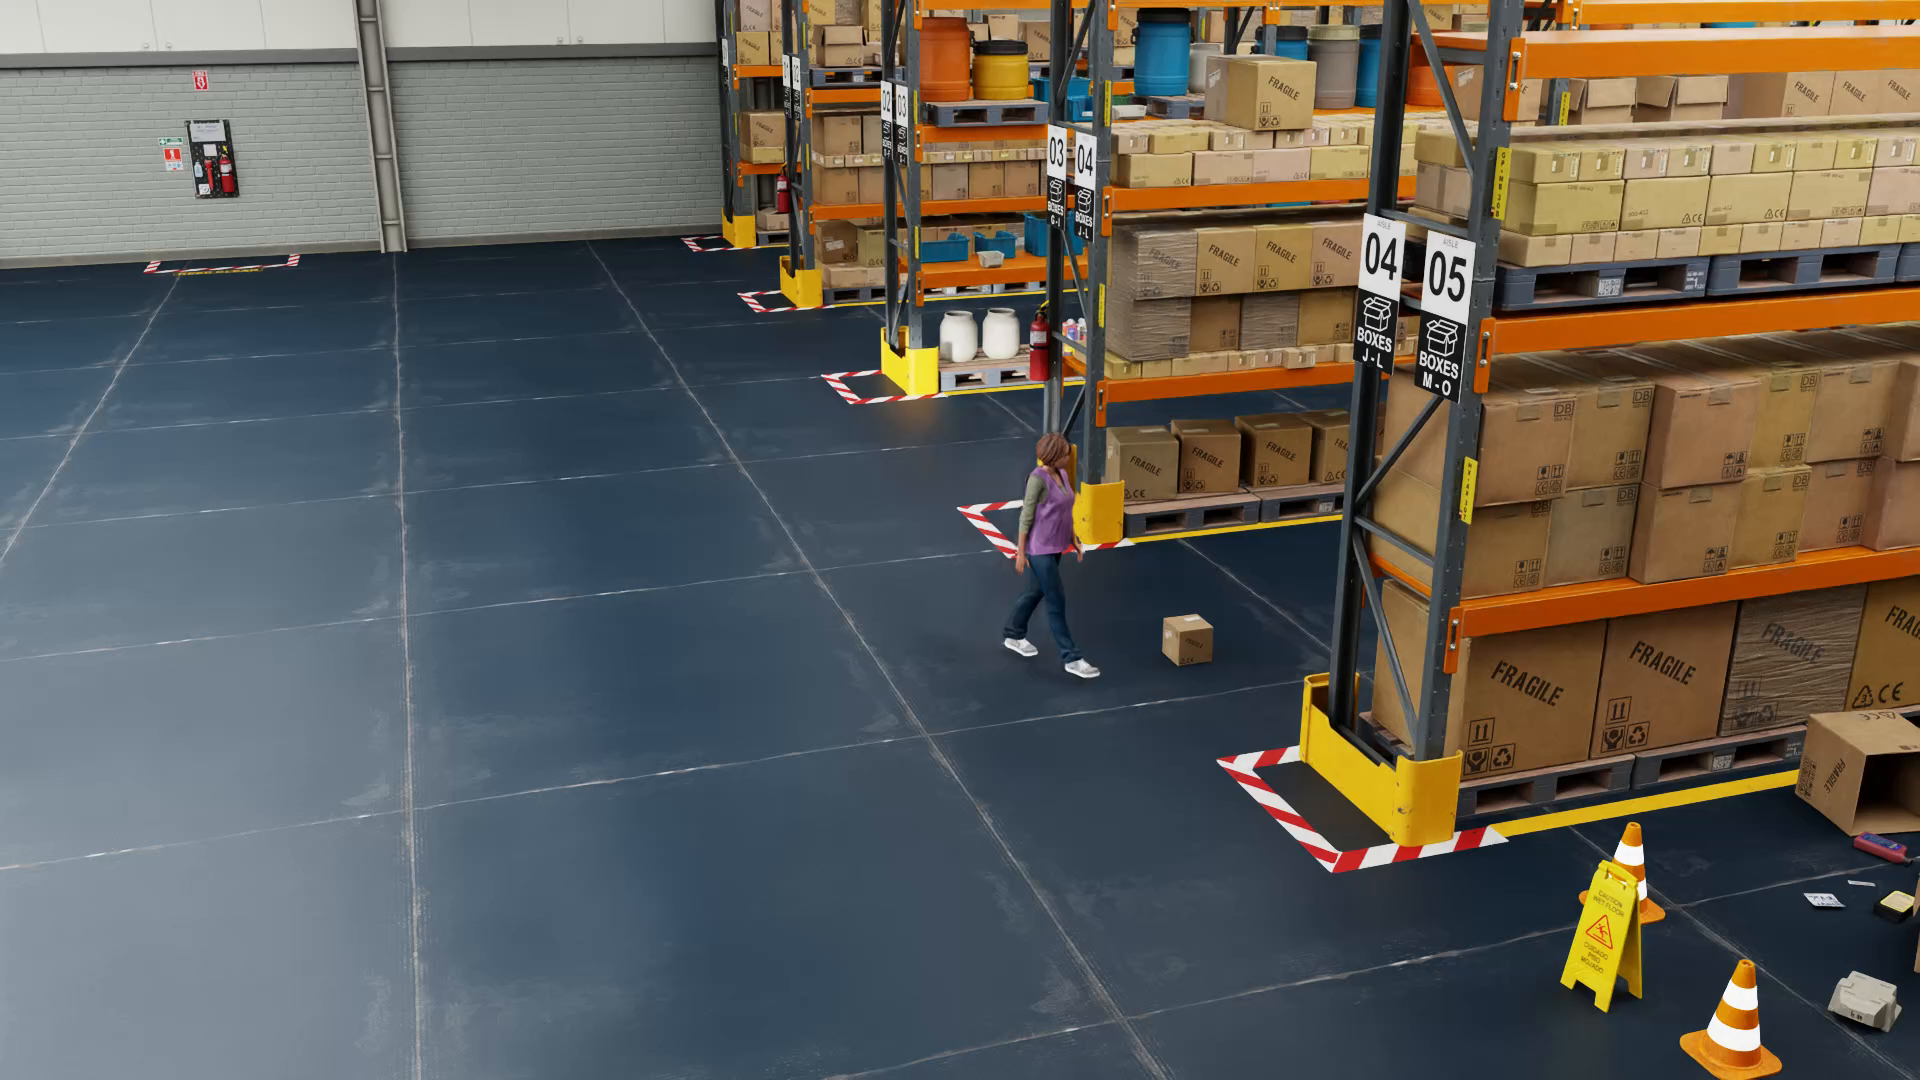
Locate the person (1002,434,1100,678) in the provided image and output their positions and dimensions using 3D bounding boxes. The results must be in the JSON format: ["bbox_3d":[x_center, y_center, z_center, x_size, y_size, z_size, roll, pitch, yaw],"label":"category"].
[{"bbox_3d":[0.633,0.071,10.857,0.826,1.567,0.467,10,22,27],"label":"person"}]
